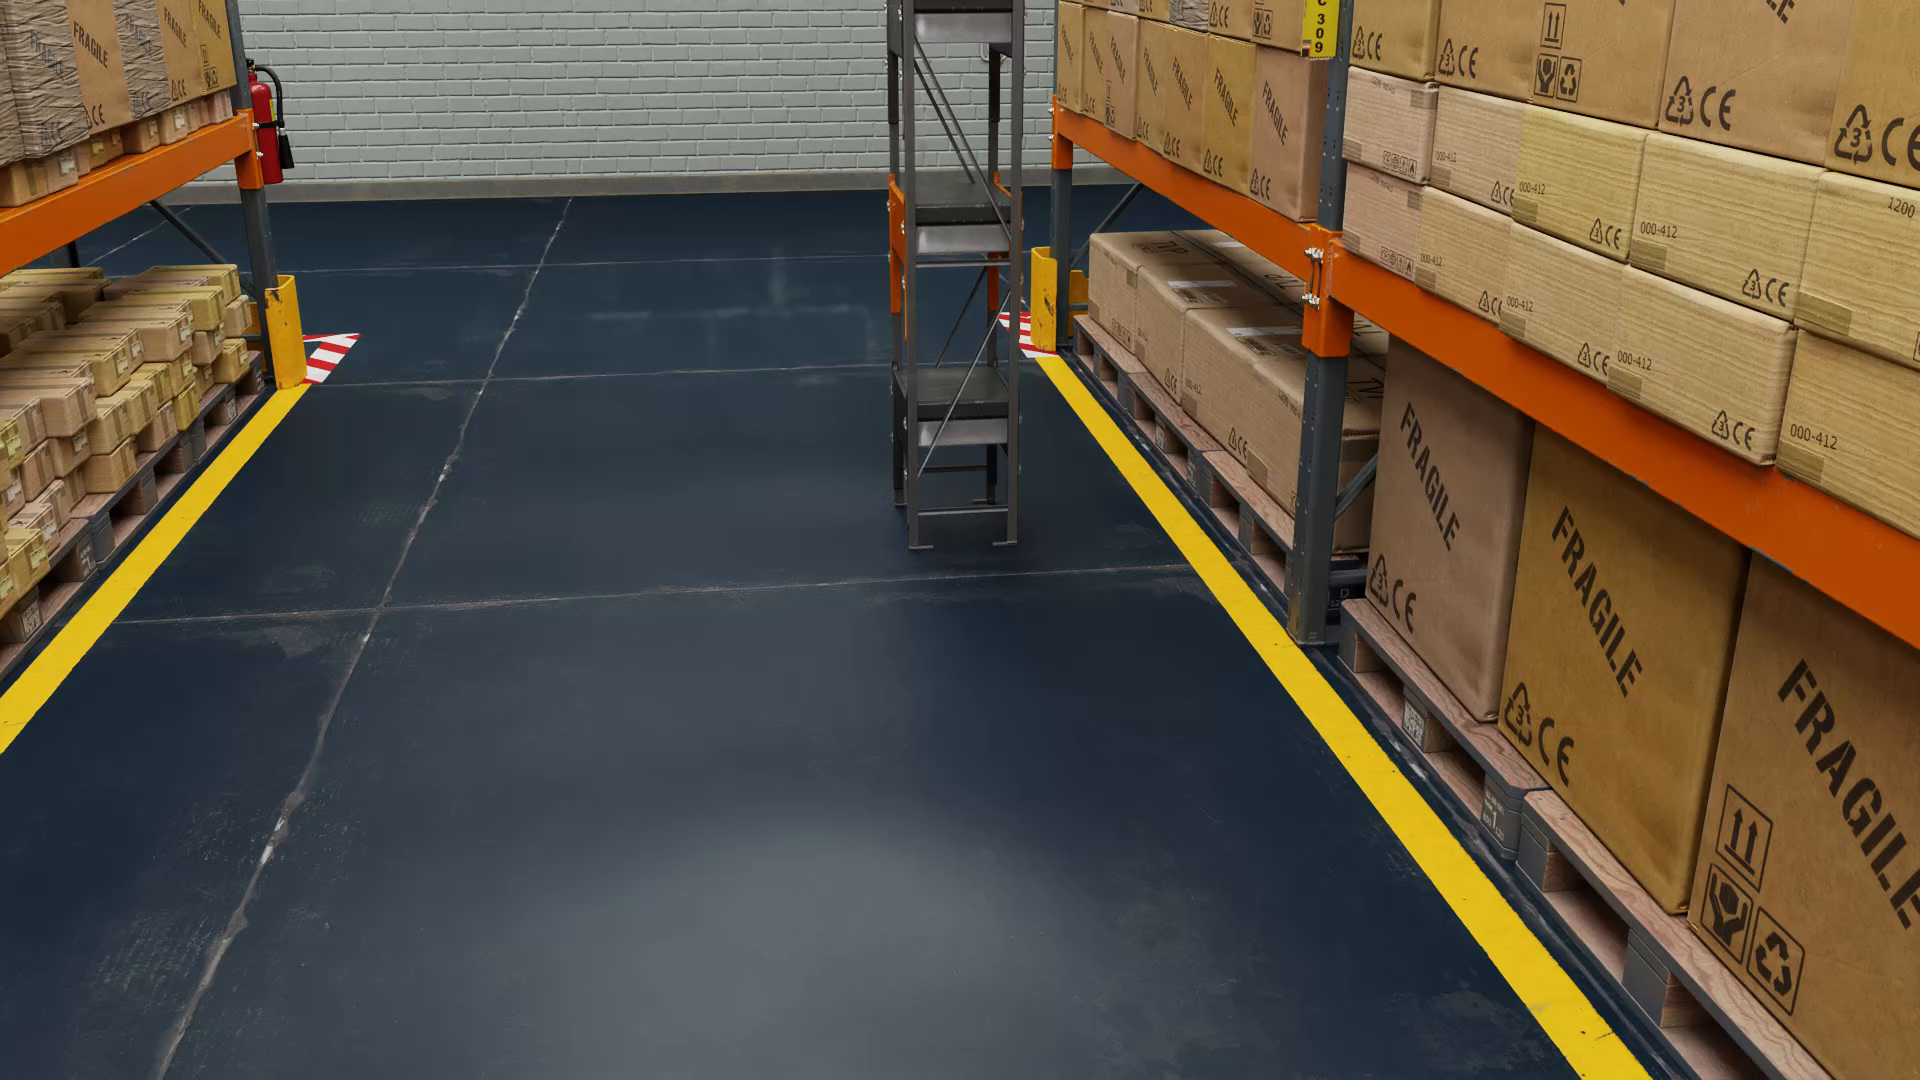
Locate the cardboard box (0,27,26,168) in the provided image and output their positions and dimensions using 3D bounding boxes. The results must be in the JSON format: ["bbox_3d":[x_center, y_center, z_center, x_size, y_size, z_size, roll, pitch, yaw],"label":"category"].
[{"bbox_3d":[-3.222,-1.363,5.012,0.500,0.500,0.500,-3,21,-8],"label":"cardboard box"}]

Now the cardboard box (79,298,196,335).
[{"bbox_3d":[-3.454,-0.910,6.991,0.380,0.149,0.250,-4,21,-10],"label":"cardboard box"}]

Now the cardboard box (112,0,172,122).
[{"bbox_3d":[-3.427,-1.897,6.440,0.500,0.500,0.500,-3,21,-8],"label":"cardboard box"}]

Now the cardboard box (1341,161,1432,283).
[{"bbox_3d":[1.365,-0.871,4.475,0.500,0.250,0.500,-3,21,-9],"label":"cardboard box"}]

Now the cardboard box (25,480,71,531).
[{"bbox_3d":[-3.268,-0.087,5.635,0.380,0.149,0.250,-3,21,-9],"label":"cardboard box"}]

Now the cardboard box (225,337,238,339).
[{"bbox_3d":[-3.616,-0.897,7.804,0.380,0.149,0.250,-3,21,-7],"label":"cardboard box"}]

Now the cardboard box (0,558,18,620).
[{"bbox_3d":[-3.056,0.174,4.937,0.380,0.149,0.250,-4,21,-10],"label":"cardboard box"}]

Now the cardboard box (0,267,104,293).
[{"bbox_3d":[-4.159,-1.148,7.628,0.380,0.149,0.250,-4,21,-10],"label":"cardboard box"}]

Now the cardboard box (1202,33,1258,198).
[{"bbox_3d":[1.163,-1.479,5.747,0.500,0.500,0.500,-3,21,-9],"label":"cardboard box"}]

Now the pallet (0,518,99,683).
[{"bbox_3d":[-3.453,0.253,5.236,1.003,0.211,1.213,-3,21,-8],"label":"pallet"}]

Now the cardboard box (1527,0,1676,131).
[{"bbox_3d":[1.512,-1.107,3.320,0.500,0.500,0.500,-3,21,-9],"label":"cardboard box"}]

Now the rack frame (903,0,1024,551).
[{"bbox_3d":[0.011,-0.956,5.776,0.400,2.100,0.015,-3,21,-8],"label":"rack frame"}]

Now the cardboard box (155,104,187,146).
[{"bbox_3d":[-3.462,-1.730,6.919,0.380,0.149,0.250,-2,21,-6],"label":"cardboard box"}]

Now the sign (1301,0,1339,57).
[{"bbox_3d":[1.013,-1.521,4.651,0.100,0.325,0.005,-3,21,-8],"label":"sign"}]

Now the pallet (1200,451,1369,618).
[{"bbox_3d":[1.530,-0.068,6.096,1.003,0.211,1.213,-3,21,-8],"label":"pallet"}]

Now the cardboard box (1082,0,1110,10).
[{"bbox_3d":[0.855,-2.648,7.447,0.500,0.500,0.500,-3,21,-9],"label":"cardboard box"}]

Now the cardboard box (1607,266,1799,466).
[{"bbox_3d":[1.562,-0.340,3.054,0.500,0.250,0.500,-3,21,-9],"label":"cardboard box"}]

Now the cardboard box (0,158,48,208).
[{"bbox_3d":[-3.244,-1.179,5.446,0.380,0.149,0.250,-3,21,-7],"label":"cardboard box"}]

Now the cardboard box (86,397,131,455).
[{"bbox_3d":[-3.279,-0.411,6.078,0.380,0.149,0.250,-3,21,-8],"label":"cardboard box"}]

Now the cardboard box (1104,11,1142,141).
[{"bbox_3d":[0.927,-2.007,7.160,0.500,0.500,0.500,-3,21,-8],"label":"cardboard box"}]

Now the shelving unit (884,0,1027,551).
[{"bbox_3d":[-0.024,-1.041,6.002,0.431,2.100,0.503,-3,21,-8],"label":"shelving unit"}]

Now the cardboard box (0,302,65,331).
[{"bbox_3d":[-3.973,-0.884,6.919,0.380,0.149,0.250,-4,21,-10],"label":"cardboard box"}]

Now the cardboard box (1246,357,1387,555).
[{"bbox_3d":[1.578,-0.326,5.864,0.875,0.438,0.875,-3,21,-9],"label":"cardboard box"}]

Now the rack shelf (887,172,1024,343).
[{"bbox_3d":[-0.024,-1.028,6.007,0.431,0.518,0.480,-3,21,-8],"label":"rack shelf"}]

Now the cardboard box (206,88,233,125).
[{"bbox_3d":[-3.571,-1.991,7.618,0.380,0.149,0.250,-3,21,-8],"label":"cardboard box"}]

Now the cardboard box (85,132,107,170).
[{"bbox_3d":[-3.418,-1.449,6.168,0.380,0.149,0.250,-3,21,-7],"label":"cardboard box"}]

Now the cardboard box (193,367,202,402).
[{"bbox_3d":[-3.477,-0.632,7.095,0.380,0.149,0.250,-3,21,-7],"label":"cardboard box"}]

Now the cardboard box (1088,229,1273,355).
[{"bbox_3d":[1.180,-1.265,8.377,0.875,0.438,0.875,-4,21,-10],"label":"cardboard box"}]

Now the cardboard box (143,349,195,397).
[{"bbox_3d":[-3.375,-0.681,6.801,0.380,0.149,0.250,-3,21,-7],"label":"cardboard box"}]

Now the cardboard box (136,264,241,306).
[{"bbox_3d":[-3.571,-1.176,7.703,0.380,0.149,0.250,-3,21,-7],"label":"cardboard box"}]

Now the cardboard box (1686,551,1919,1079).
[{"bbox_3d":[1.997,0.524,2.962,0.875,0.875,0.875,-3,21,-7],"label":"cardboard box"}]

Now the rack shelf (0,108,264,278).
[{"bbox_3d":[-3.610,-1.178,6.110,1.077,0.370,4.000,-3,21,-8],"label":"rack shelf"}]

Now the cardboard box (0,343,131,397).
[{"bbox_3d":[-3.366,-0.634,6.251,0.380,0.149,0.250,-3,21,-7],"label":"cardboard box"}]

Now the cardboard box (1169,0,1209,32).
[{"bbox_3d":[1.073,-2.123,6.042,0.500,0.500,0.500,-3,21,-7],"label":"cardboard box"}]

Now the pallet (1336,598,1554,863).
[{"bbox_3d":[1.748,0.463,4.675,1.003,0.211,1.213,-3,21,-8],"label":"pallet"}]

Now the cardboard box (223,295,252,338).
[{"bbox_3d":[-3.539,-1.039,7.761,0.380,0.149,0.250,-3,21,-9],"label":"cardboard box"}]

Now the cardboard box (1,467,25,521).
[{"bbox_3d":[-3.253,-0.130,5.326,0.380,0.149,0.250,-3,21,-8],"label":"cardboard box"}]

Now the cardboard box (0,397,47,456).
[{"bbox_3d":[-3.292,-0.364,5.529,0.380,0.149,0.250,-3,21,-9],"label":"cardboard box"}]

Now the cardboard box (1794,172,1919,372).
[{"bbox_3d":[1.646,-0.394,2.484,0.500,0.250,0.500,-3,21,-9],"label":"cardboard box"}]

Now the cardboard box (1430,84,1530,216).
[{"bbox_3d":[1.450,-0.925,3.906,0.500,0.250,0.500,-3,21,-7],"label":"cardboard box"}]

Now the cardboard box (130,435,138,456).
[{"bbox_3d":[-3.397,-0.360,6.367,0.380,0.149,0.250,-2,21,-6],"label":"cardboard box"}]

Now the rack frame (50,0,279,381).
[{"bbox_3d":[-3.898,-2.207,7.838,1.000,3.000,0.127,-3,21,-8],"label":"rack frame"}]
